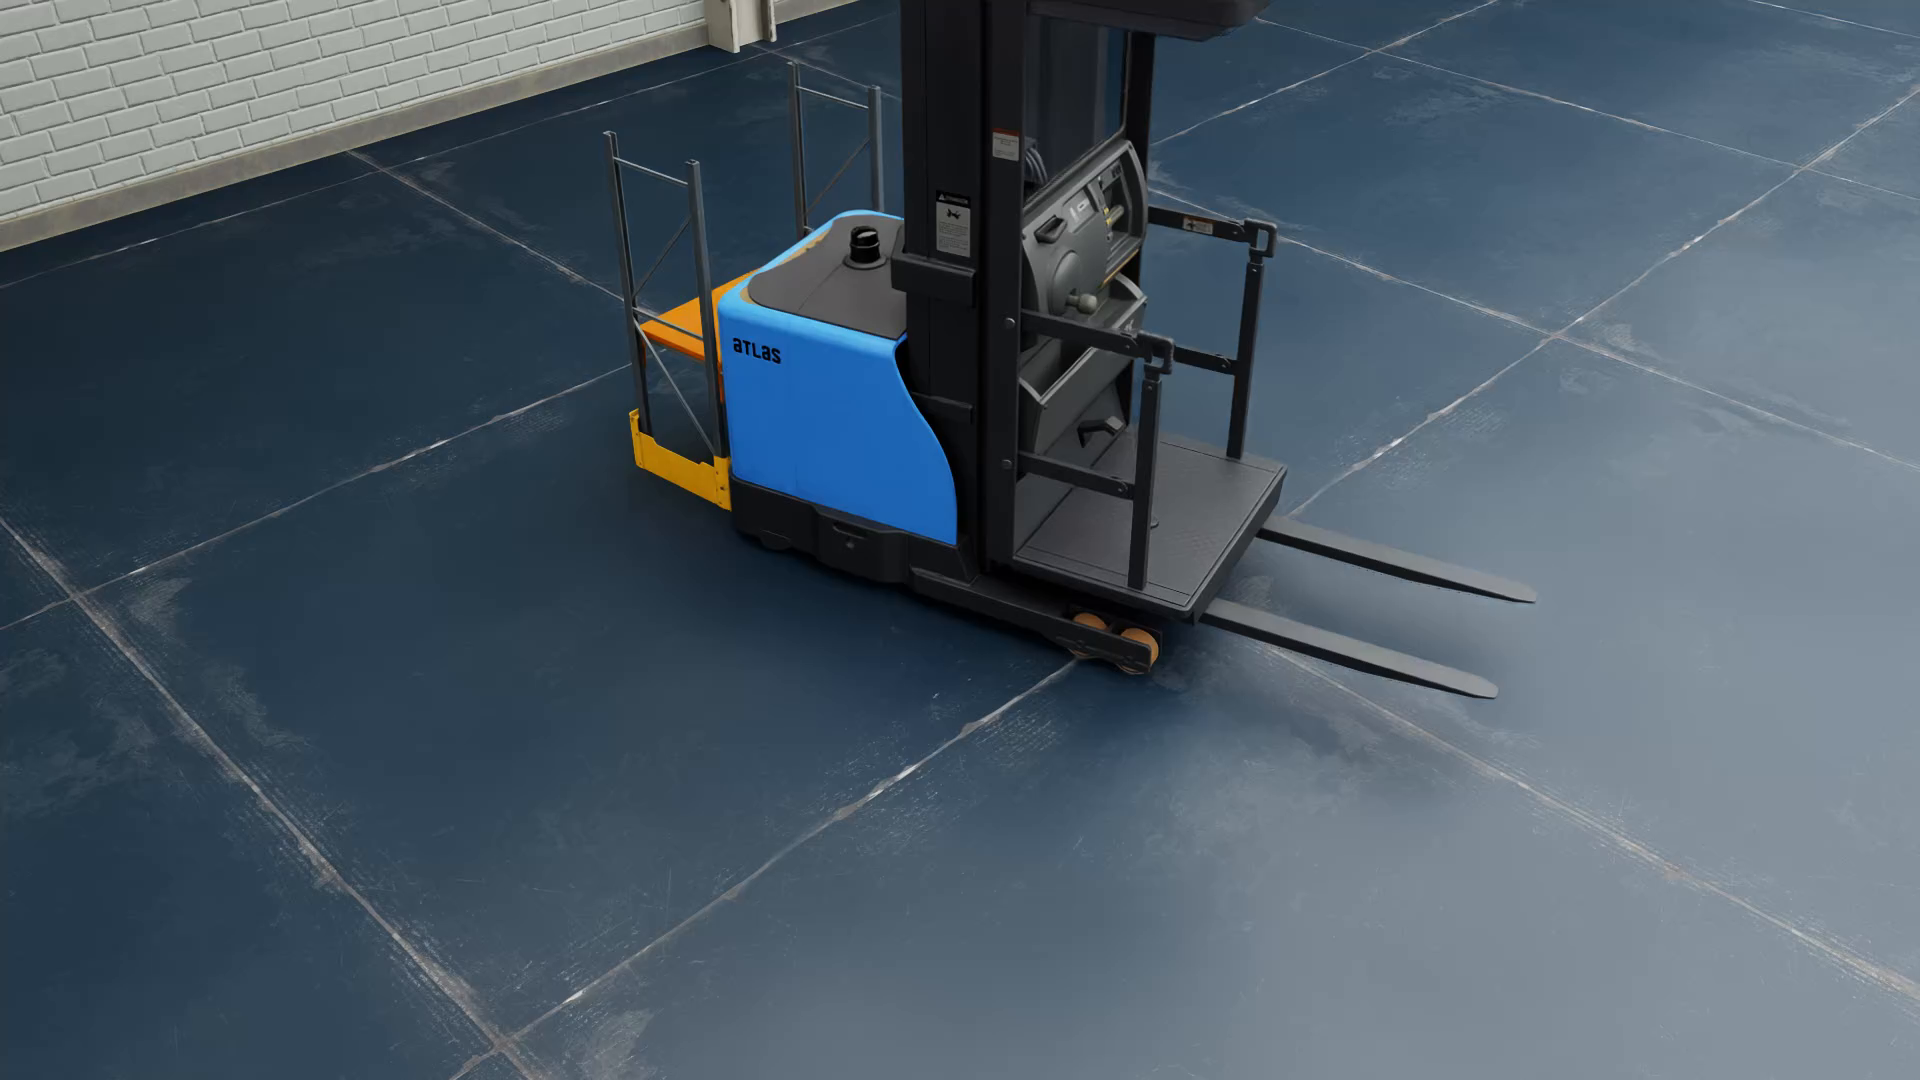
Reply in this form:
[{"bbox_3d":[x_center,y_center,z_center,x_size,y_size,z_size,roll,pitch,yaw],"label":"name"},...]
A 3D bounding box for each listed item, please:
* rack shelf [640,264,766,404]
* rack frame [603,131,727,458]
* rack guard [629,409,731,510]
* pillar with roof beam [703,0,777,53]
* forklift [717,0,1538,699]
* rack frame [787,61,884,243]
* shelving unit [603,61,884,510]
[{"bbox_3d":[-0.846,-0.938,7.099,0.538,0.185,1.000,25,42,31],"label":"rack shelf"},{"bbox_3d":[-1.164,-0.859,6.671,0.500,1.500,0.032,25,42,31],"label":"rack frame"},{"bbox_3d":[-1.163,-0.347,7.029,0.587,0.250,0.087,25,42,31],"label":"rack guard"},{"bbox_3d":[1.503,-5.505,6.777,9.100,9.000,0.400,30,45,35],"label":"pillar with roof beam"},{"bbox_3d":[0.623,-1.061,5.710,3.031,2.935,1.130,17,38,23],"label":"forklift"},{"bbox_3d":[-0.528,-1.313,7.321,0.500,1.500,0.032,25,42,31],"label":"rack frame"},{"bbox_3d":[-0.851,-1.082,6.990,0.587,1.500,1.083,25,42,31],"label":"shelving unit"}]
